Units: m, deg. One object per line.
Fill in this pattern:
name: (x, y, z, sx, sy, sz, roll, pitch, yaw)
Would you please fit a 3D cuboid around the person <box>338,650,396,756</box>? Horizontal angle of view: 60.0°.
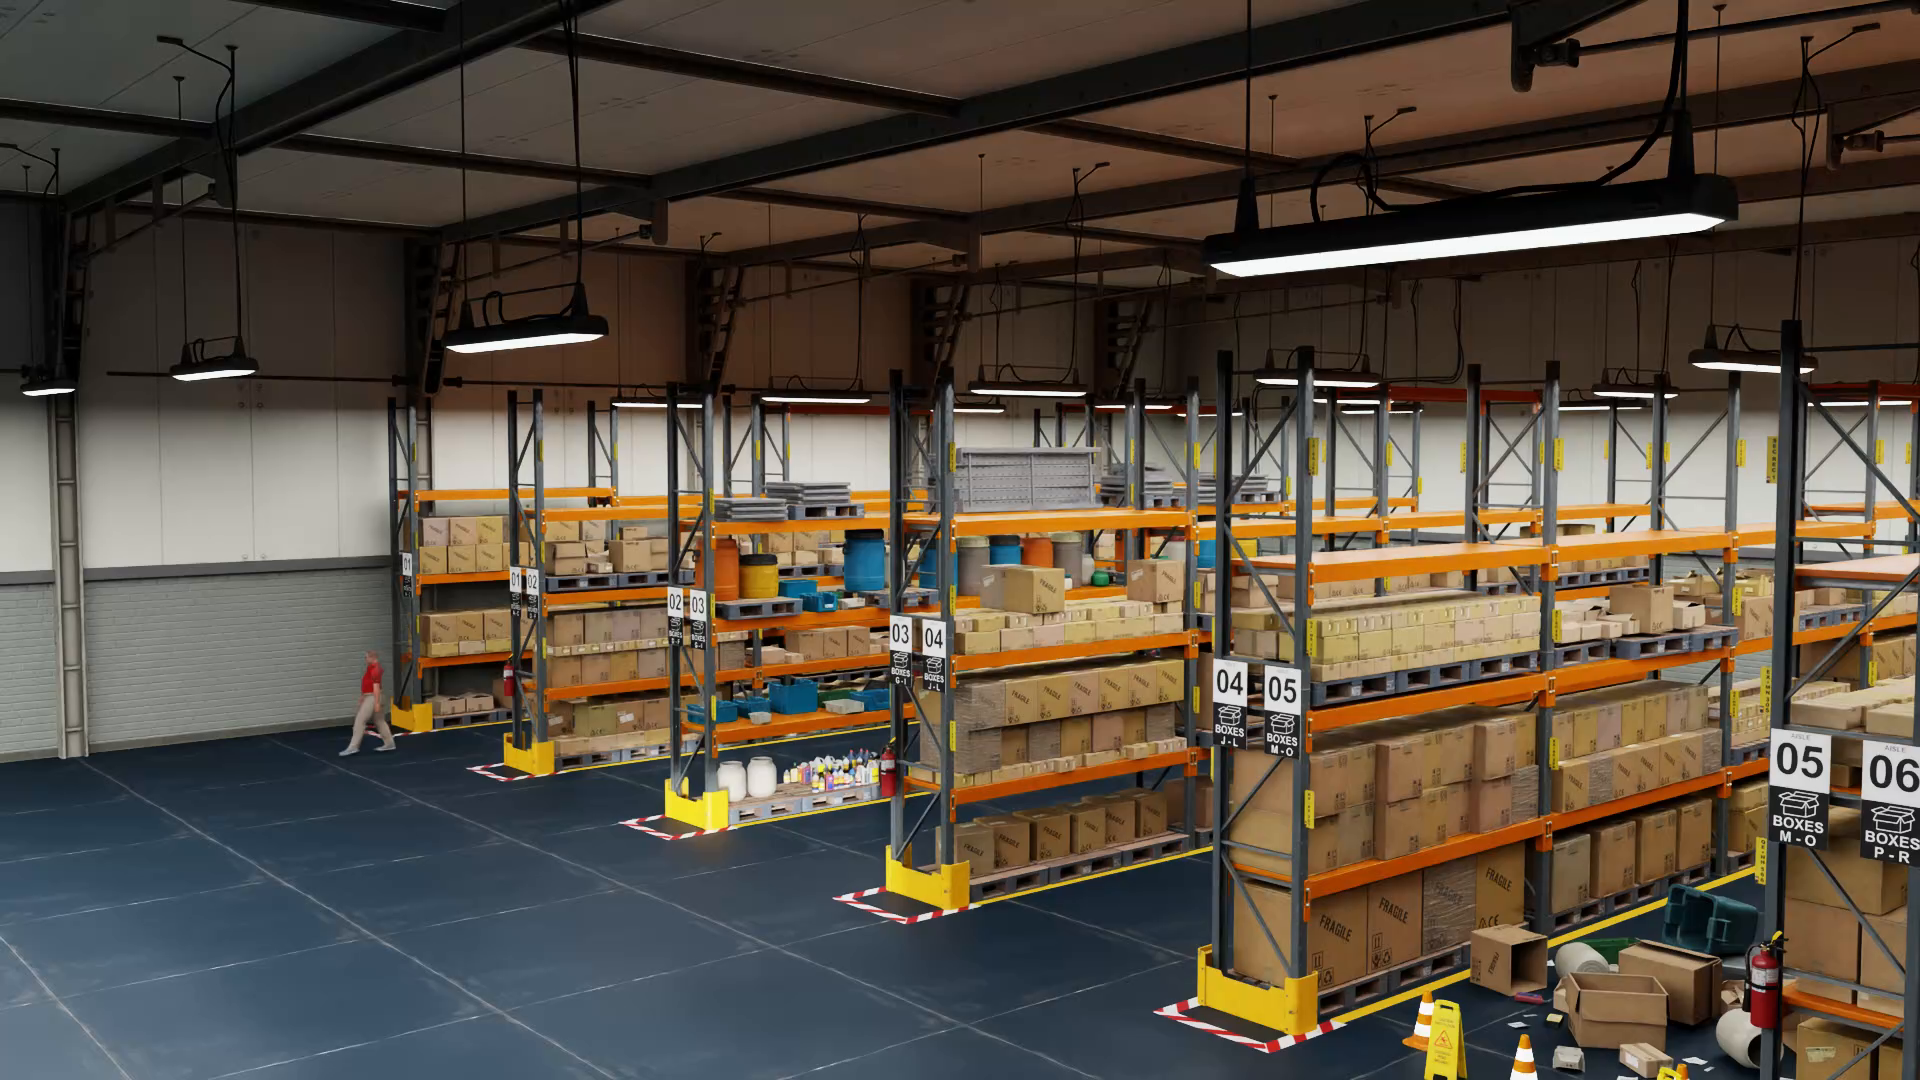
person: (-9.866, 2.693, 27.693, 0.809, 1.700, 0.686, 0, 3, -4)
